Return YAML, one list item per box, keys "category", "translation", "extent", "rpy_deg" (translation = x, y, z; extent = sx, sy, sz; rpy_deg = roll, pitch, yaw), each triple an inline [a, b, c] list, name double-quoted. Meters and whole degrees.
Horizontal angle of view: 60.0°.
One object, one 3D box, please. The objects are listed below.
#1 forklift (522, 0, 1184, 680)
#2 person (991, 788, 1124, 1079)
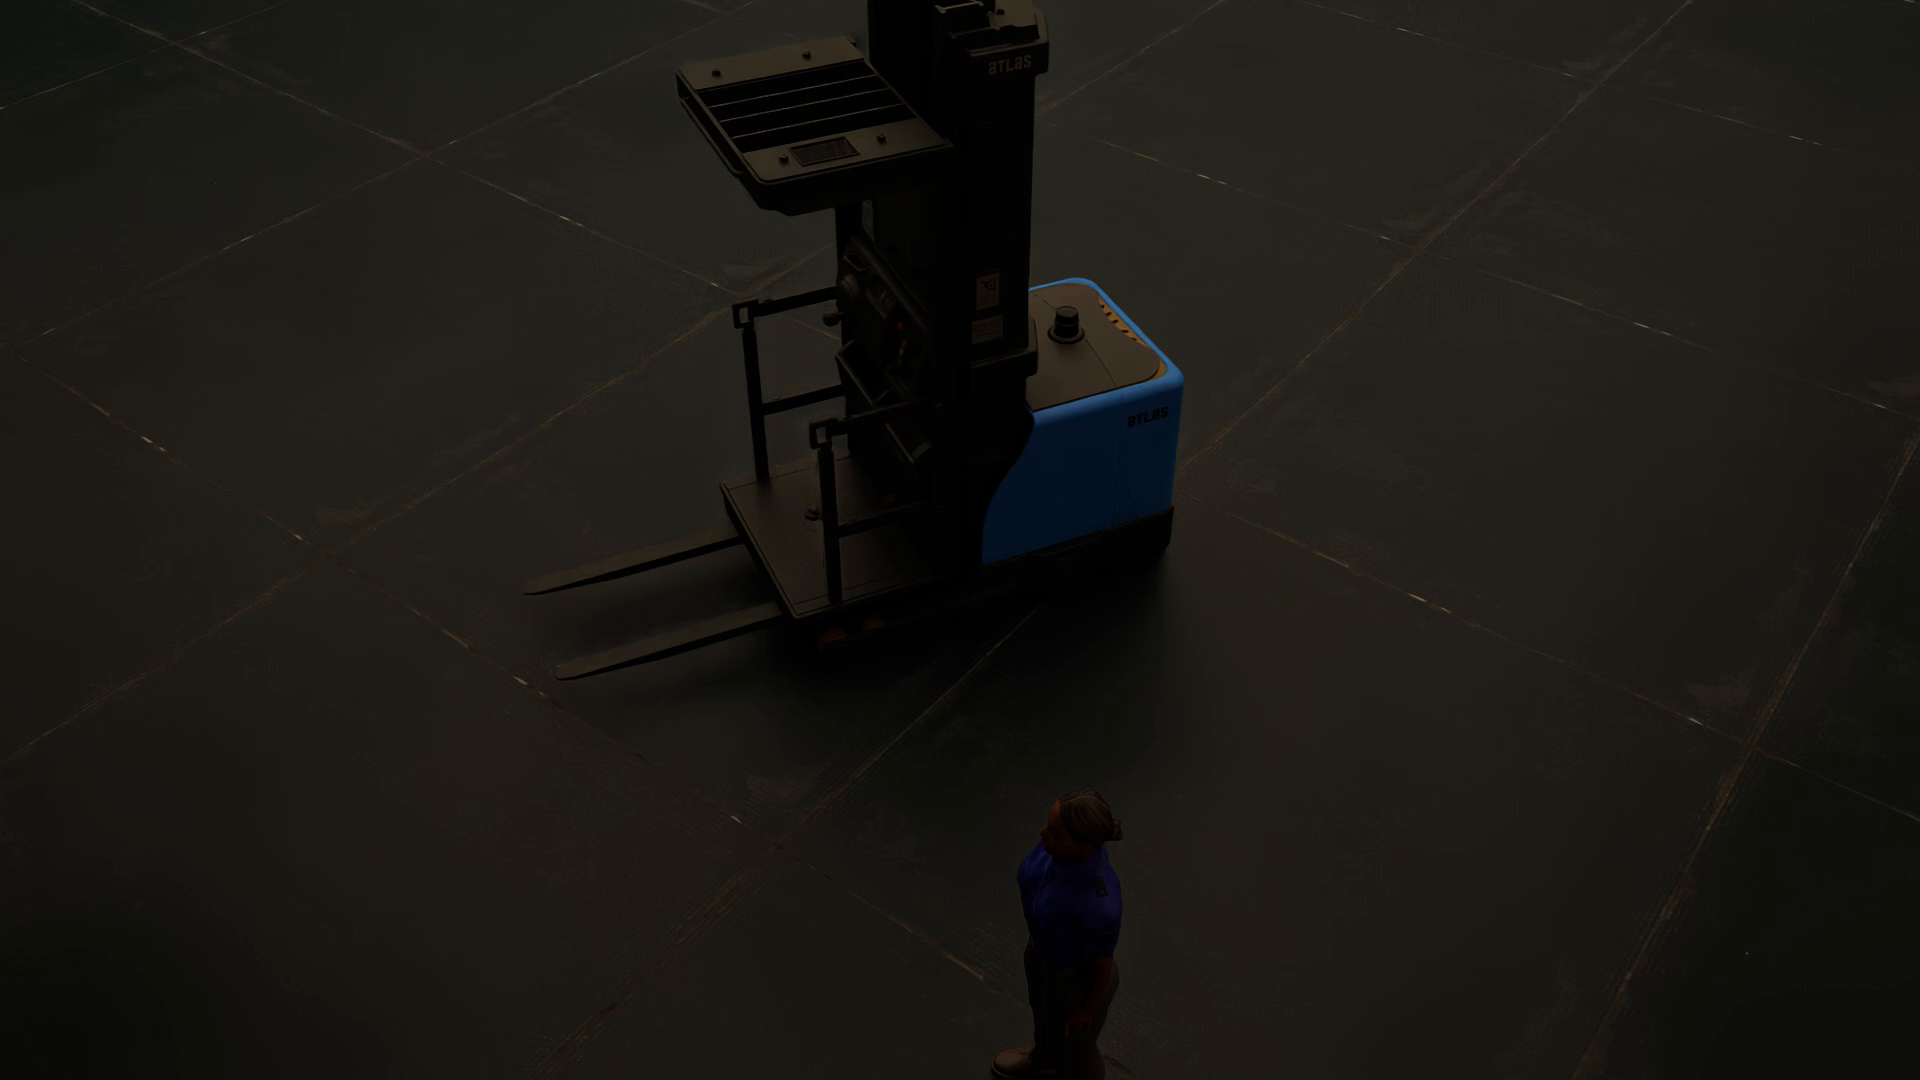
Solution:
- category: "forklift"
  translation: [-0.523, -0.937, 7.174]
  extent: [3.031, 2.935, 1.130]
  rpy_deg: [-16, 43, -18]
- category: "person"
  translation: [0.326, 1.384, 5.435]
  extent: [0.340, 1.660, 0.453]
  rpy_deg: [-10, 42, -12]
